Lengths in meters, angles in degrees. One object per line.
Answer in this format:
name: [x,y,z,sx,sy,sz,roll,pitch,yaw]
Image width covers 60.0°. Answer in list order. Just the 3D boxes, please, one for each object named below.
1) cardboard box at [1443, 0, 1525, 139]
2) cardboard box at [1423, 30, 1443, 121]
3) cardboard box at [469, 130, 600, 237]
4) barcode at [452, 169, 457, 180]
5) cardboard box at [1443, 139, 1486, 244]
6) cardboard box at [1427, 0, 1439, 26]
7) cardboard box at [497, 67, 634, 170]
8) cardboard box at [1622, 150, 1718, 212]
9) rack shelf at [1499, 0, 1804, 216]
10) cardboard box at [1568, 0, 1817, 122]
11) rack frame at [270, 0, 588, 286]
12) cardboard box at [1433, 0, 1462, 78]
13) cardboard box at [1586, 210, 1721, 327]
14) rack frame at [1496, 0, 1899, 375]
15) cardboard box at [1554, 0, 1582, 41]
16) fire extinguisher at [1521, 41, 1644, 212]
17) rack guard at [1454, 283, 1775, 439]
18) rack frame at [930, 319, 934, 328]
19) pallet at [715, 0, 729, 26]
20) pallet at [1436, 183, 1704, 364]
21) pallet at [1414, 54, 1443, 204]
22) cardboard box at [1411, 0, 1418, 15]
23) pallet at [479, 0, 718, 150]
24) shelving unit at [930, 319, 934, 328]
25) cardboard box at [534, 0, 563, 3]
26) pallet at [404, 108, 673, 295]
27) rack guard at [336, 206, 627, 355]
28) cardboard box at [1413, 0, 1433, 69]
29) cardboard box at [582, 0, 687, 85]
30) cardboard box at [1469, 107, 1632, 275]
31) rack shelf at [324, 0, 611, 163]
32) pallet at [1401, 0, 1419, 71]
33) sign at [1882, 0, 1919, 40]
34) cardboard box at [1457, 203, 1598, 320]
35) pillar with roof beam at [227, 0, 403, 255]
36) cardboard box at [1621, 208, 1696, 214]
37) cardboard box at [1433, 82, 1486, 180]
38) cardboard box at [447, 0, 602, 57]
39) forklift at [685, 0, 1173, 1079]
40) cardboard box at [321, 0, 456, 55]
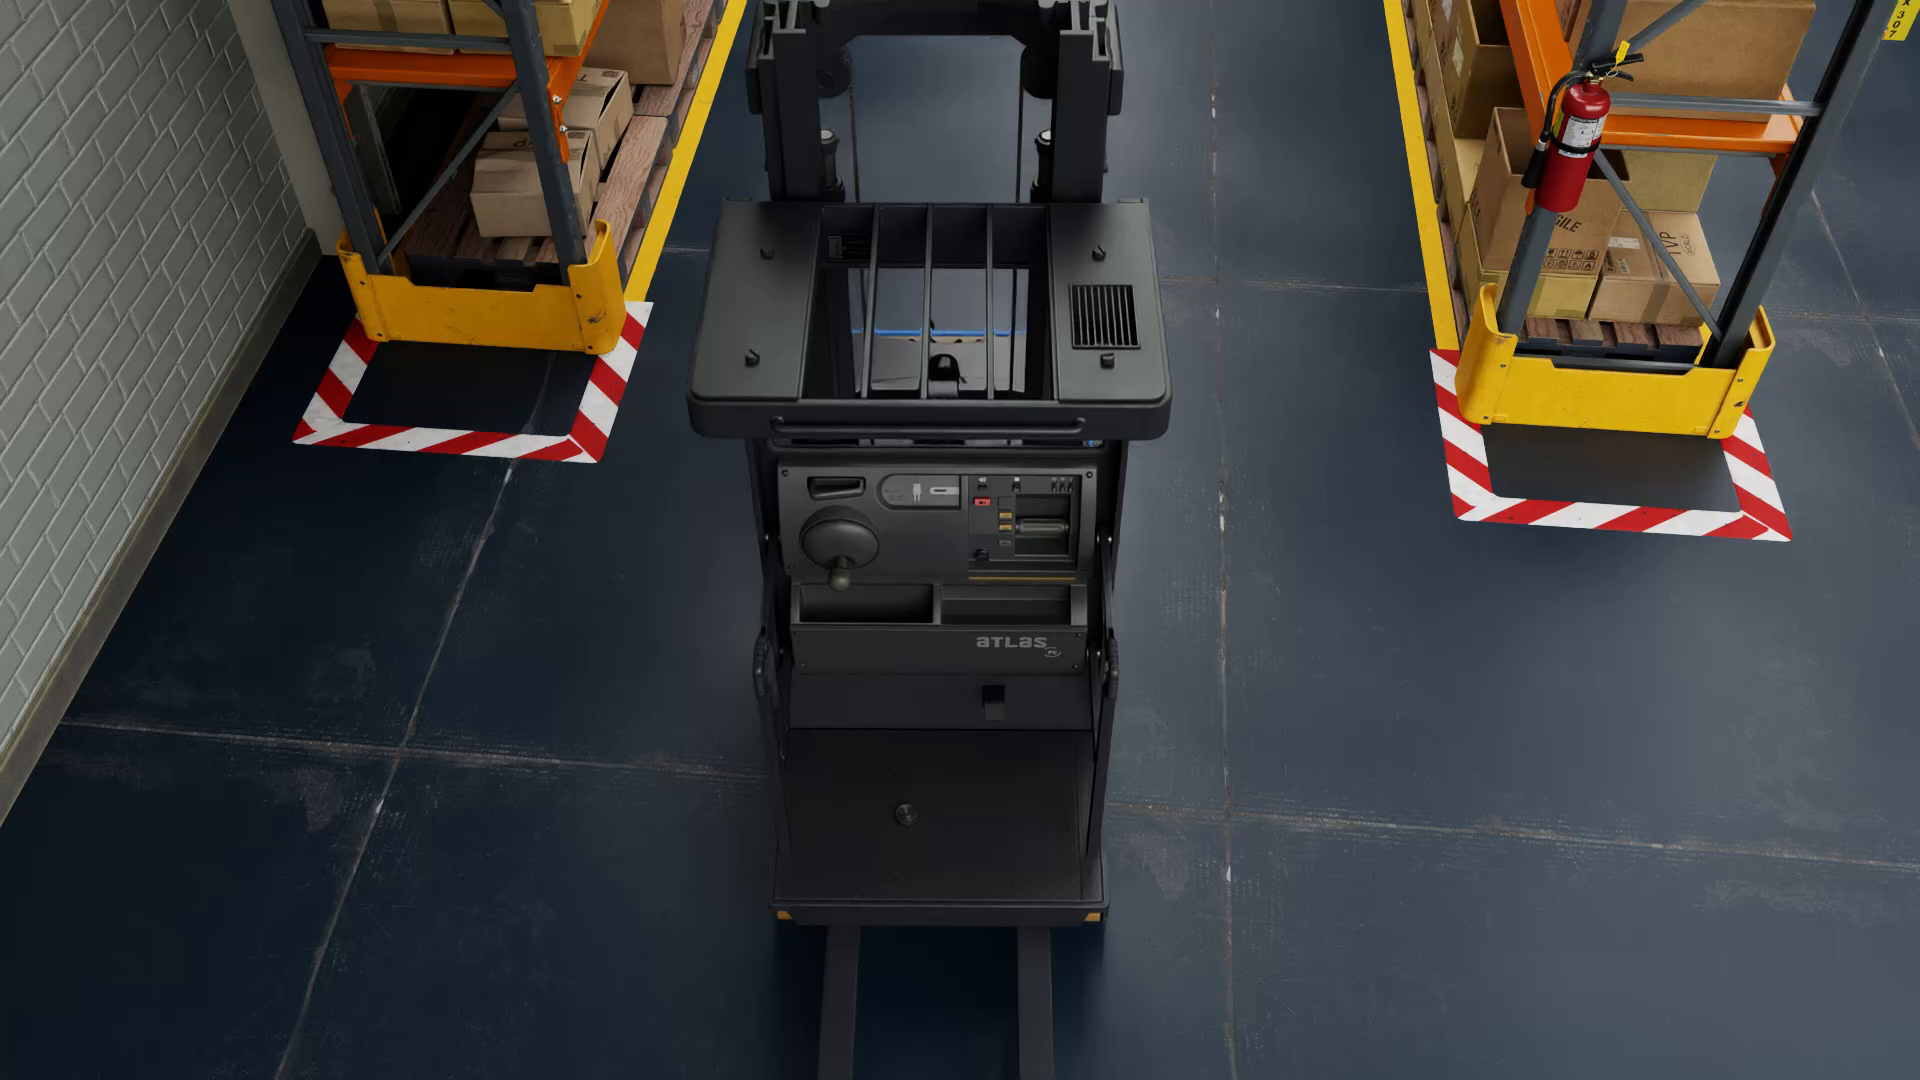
cardboard box: [2.614,-2.245,7.868,0.500,0.500,0.500,4,48,4]
cardboard box: [2.664,-2.359,8.480,0.500,0.250,0.500,4,48,4]
cardboard box: [-1.996,-1.703,7.824,0.500,0.311,0.500,-1,48,-1]
barcode: [-2.393,-1.746,7.858,0.001,0.075,0.075,4,48,4]
cardboard box: [2.573,-1.625,7.808,0.500,0.250,0.500,4,48,4]
cardboard box: [2.704,-2.980,8.540,0.500,0.500,0.500,4,48,4]
cardboard box: [-1.944,-2.121,8.207,0.500,0.311,0.500,7,48,7]
cardboard box: [3.099,-1.842,7.499,0.500,0.500,0.500,4,48,4]
rack shelf: [2.967,-2.856,7.842,1.077,0.370,4.000,4,48,4]
cardboard box: [2.840,-2.005,6.509,0.700,0.500,0.500,4,48,4]
rack frame: [-2.149,-1.959,6.535,1.000,3.000,0.127,4,48,4]
cardboard box: [2.661,-2.613,8.203,0.500,0.500,0.500,4,48,4]
cardboard box: [3.055,-1.222,7.439,0.500,0.250,0.500,4,48,4]
rack frame: [2.785,-1.629,6.233,1.000,3.000,0.127,4,48,4]
cardboard box: [2.883,-2.391,6.862,0.700,0.500,0.500,5,48,5]
fire extinguisher: [2.311,-1.547,6.211,0.296,0.674,0.183,4,48,4]
rack guard: [2.782,-0.767,7.139,1.175,0.500,0.348,4,48,4]
rack frame: [0.002,-0.534,6.654,0.240,0.900,0.006,0,48,0]
pallet: [-1.810,-3.461,9.799,1.003,0.211,1.213,4,48,4]
pallet: [2.813,-1.252,7.778,1.003,0.211,1.213,4,48,4]
pallet: [2.926,-2.146,8.596,1.003,0.211,1.213,4,48,4]
cardboard box: [2.754,-3.094,9.152,0.500,0.250,0.500,4,48,4]
pallet: [-1.919,-2.563,8.977,1.003,0.211,1.213,4,48,4]
shelving unit: [0.001,-0.459,6.586,0.258,0.900,0.210,0,48,0]
cardboard box: [-1.806,-2.499,6.609,0.500,0.500,0.500,4,48,4]
pallet: [-2.033,-1.668,8.159,1.003,0.211,1.213,4,48,4]
rack guard: [-2.142,-1.171,7.508,1.175,0.500,0.348,4,48,4]
cardboard box: [2.704,-2.727,8.816,0.500,0.250,0.500,4,48,4]
cardboard box: [-1.828,-2.721,8.628,0.700,0.500,0.500,1,48,1]
cardboard box: [2.537,-1.510,7.195,0.500,0.500,0.500,4,48,4]
rack shelf: [-1.967,-3.186,8.145,1.077,0.370,4.000,4,48,4]
pallet: [3.035,-3.045,9.418,1.003,0.211,1.213,4,48,4]
sign: [3.337,-1.906,5.846,0.100,0.325,0.005,4,48,4]
cardboard box: [2.539,-1.256,7.471,0.500,0.250,0.500,4,48,4]
pillar with roof beam: [1.341,-4.267,4.580,9.100,9.000,0.400,4,48,4]
cardboard box: [3.097,-1.589,7.776,0.500,0.250,0.500,4,48,4]
cardboard box: [2.617,-1.992,8.144,0.500,0.250,0.500,4,48,4]
cardboard box: [-1.788,-2.252,6.891,0.500,0.250,0.500,3,48,2]
forklift: [-0.066,0.053,4.741,1.130,2.935,3.031,0,48,0]
cardboard box: [-2.299,-2.272,6.909,0.500,0.250,0.500,4,48,4]
